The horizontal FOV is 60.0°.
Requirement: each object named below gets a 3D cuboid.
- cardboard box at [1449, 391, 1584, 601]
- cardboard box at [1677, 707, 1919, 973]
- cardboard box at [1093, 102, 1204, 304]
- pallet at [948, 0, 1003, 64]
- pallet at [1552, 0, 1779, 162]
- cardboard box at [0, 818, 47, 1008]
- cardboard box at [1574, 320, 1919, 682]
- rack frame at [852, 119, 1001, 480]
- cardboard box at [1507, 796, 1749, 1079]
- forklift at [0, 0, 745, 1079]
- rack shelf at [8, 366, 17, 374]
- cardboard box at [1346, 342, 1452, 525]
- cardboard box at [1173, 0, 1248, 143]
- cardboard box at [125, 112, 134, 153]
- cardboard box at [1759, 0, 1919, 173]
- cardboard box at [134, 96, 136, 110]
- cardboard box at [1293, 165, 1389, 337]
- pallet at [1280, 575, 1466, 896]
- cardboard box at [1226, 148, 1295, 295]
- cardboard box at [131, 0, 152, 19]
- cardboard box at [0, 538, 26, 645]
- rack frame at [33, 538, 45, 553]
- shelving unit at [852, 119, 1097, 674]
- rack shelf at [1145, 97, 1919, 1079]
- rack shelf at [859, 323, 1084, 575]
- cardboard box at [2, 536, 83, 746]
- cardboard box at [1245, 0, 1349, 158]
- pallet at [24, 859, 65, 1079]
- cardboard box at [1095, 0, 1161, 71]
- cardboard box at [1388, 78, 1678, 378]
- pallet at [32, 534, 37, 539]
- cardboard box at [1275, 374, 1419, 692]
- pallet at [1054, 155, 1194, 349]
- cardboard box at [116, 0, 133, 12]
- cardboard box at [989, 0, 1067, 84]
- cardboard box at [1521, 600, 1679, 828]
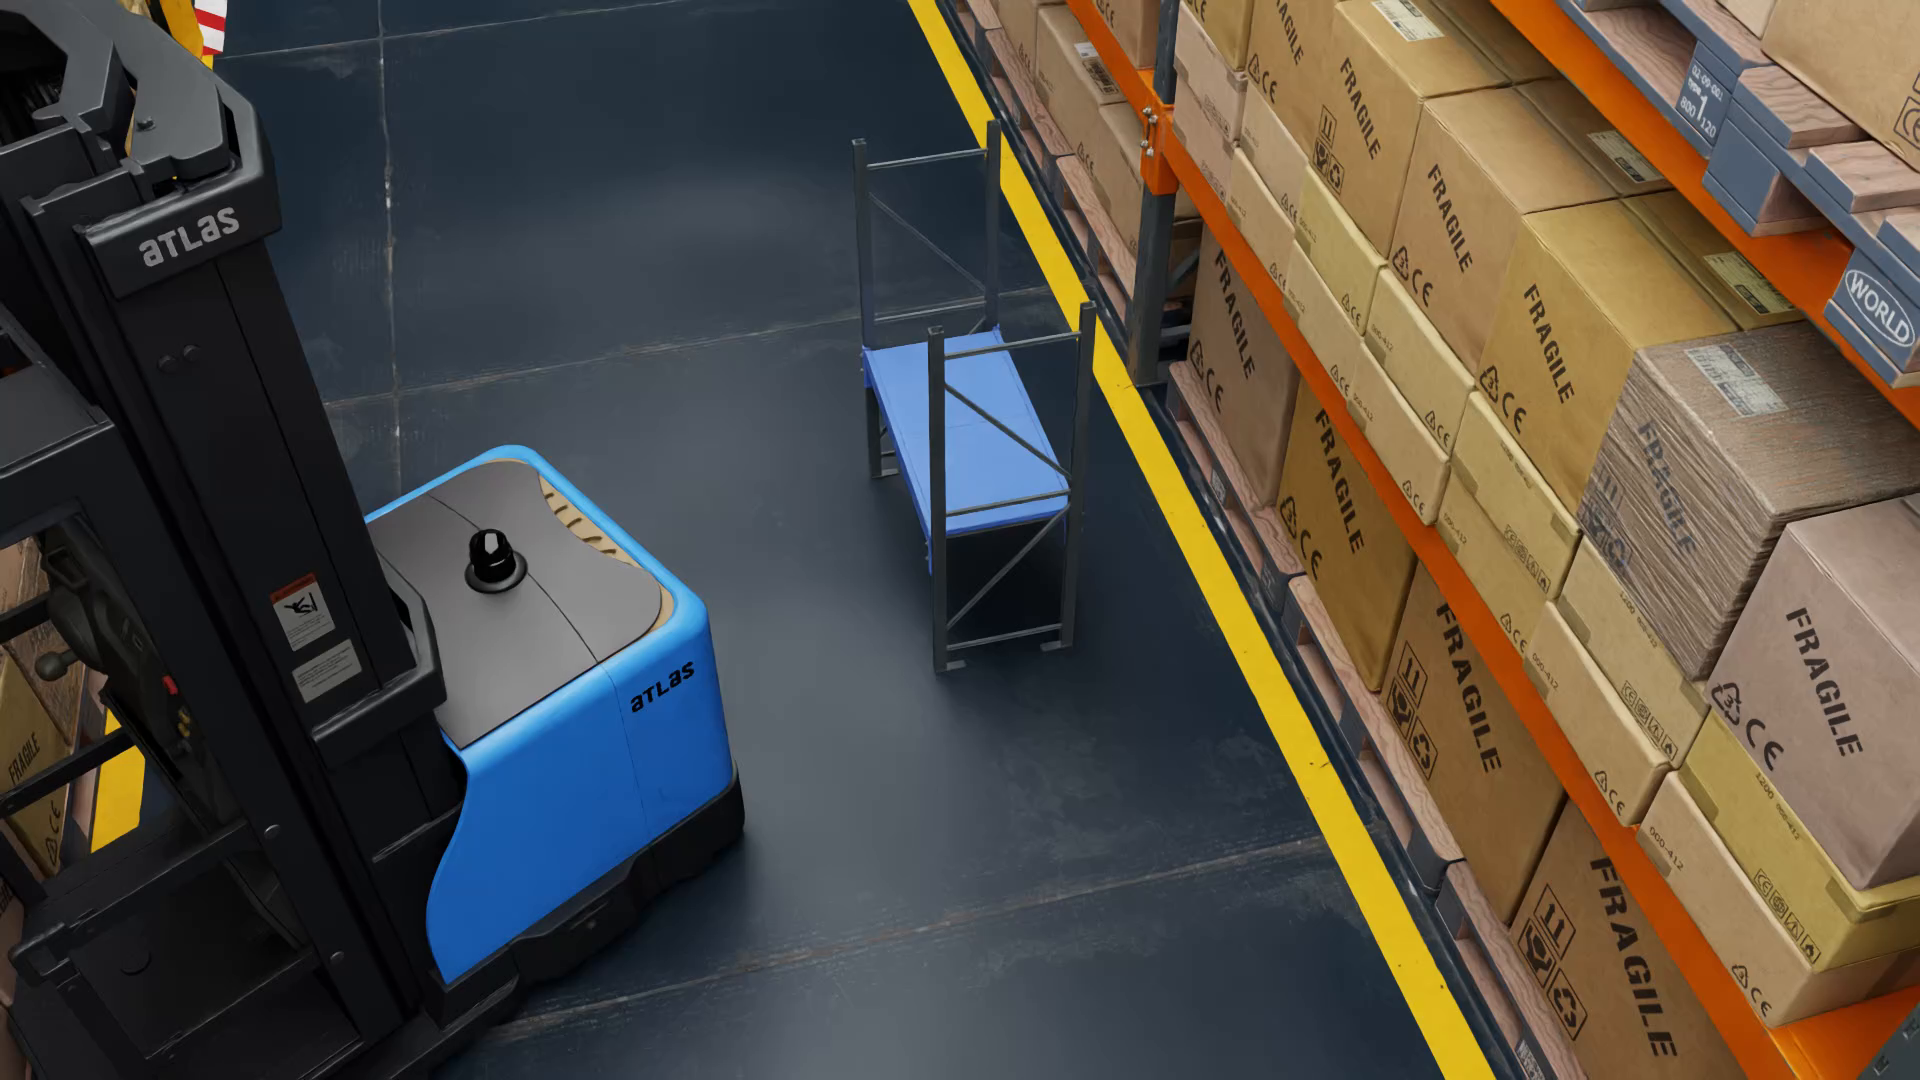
[{"bbox_3d":[1.561,-0.158,4.059,0.500,0.250,0.500,-12,47,-11],"label":"cardboard box"},{"bbox_3d":[1.846,0.545,3.370,0.500,0.250,0.500,-11,47,-10],"label":"cardboard box"},{"bbox_3d":[1.135,-1.509,7.129,0.875,0.438,0.875,-11,47,-11],"label":"cardboard box"},{"bbox_3d":[0.448,-3.054,9.095,1.003,0.211,1.213,-11,47,-10],"label":"pallet"},{"bbox_3d":[1.711,-1.235,3.392,1.003,0.211,1.213,-9,46,-8],"label":"pallet"},{"bbox_3d":[-2.876,1.071,4.556,0.500,0.500,0.500,-12,47,-11],"label":"cardboard box"},{"bbox_3d":[1.691,-0.091,3.469,0.500,0.500,0.500,-10,46,-10],"label":"cardboard box"},{"bbox_3d":[-0.108,-0.817,6.001,0.500,1.500,0.032,-11,47,-10],"label":"rack frame"},{"bbox_3d":[2.119,1.060,4.304,0.875,0.875,0.875,-11,47,-11],"label":"cardboard box"},{"bbox_3d":[-2.103,0.380,3.826,3.031,2.935,1.130,-34,54,-29],"label":"forklift"},{"bbox_3d":[-3.055,0.801,3.868,1.077,0.370,4.000,-11,47,-10],"label":"rack shelf"},{"bbox_3d":[1.418,-0.341,4.589,0.500,0.250,0.500,-11,47,-11],"label":"cardboard box"},{"bbox_3d":[1.032,-1.573,5.446,0.500,0.250,0.500,-12,47,-11],"label":"cardboard box"},{"bbox_3d":[-3.901,-1.820,7.427,0.380,0.149,0.250,-10,46,-10],"label":"cardboard box"},{"bbox_3d":[1.779,-0.925,2.592,0.700,0.500,0.500,-13,47,-12],"label":"cardboard box"},{"bbox_3d":[-4.107,-2.060,7.870,0.380,0.149,0.250,-11,47,-11],"label":"cardboard box"},{"bbox_3d":[1.296,-0.865,4.753,0.500,0.250,0.500,-10,46,-10],"label":"cardboard box"},{"bbox_3d":[1.778,0.533,5.580,1.003,0.211,1.213,-11,47,-10],"label":"pallet"},{"bbox_3d":[1.183,-1.044,5.278,0.500,0.250,0.500,-12,47,-11],"label":"cardboard box"},{"bbox_3d":[-4.180,-2.534,8.127,0.380,0.149,0.250,-12,47,-11],"label":"cardboard box"},{"bbox_3d":[-3.132,0.102,4.981,0.500,0.250,0.500,-12,47,-11],"label":"cardboard box"},{"bbox_3d":[-3.567,-0.831,4.964,1.000,3.000,0.127,-11,47,-10],"label":"rack frame"},{"bbox_3d":[0.022,-0.466,5.657,0.538,1.500,1.048,-11,47,-10],"label":"shelving unit"},{"bbox_3d":[1.704,-0.173,4.823,1.077,0.370,4.000,-11,47,-10],"label":"rack shelf"},{"bbox_3d":[0.022,-0.340,5.785,0.538,0.185,1.000,-11,47,-10],"label":"rack shelf"},{"bbox_3d":[-3.134,0.362,5.252,0.500,0.500,0.500,-12,47,-11],"label":"cardboard box"},{"bbox_3d":[1.184,-1.488,4.838,0.500,0.500,0.500,-11,47,-11],"label":"cardboard box"},{"bbox_3d":[-3.051,1.526,4.607,1.003,0.211,1.213,-11,47,-10],"label":"pallet"},{"bbox_3d":[0.826,-2.114,6.152,0.500,0.500,0.500,-10,46,-10],"label":"cardboard box"},{"bbox_3d":[1.448,-0.786,4.150,0.500,0.500,0.500,-11,47,-11],"label":"cardboard box"},{"bbox_3d":[-3.773,-0.312,6.408,1.003,0.211,1.213,-11,47,-10],"label":"pallet"},{"bbox_3d":[1.667,-0.174,5.514,0.875,0.875,0.875,-9,46,-9],"label":"cardboard box"},{"bbox_3d":[1.073,-1.369,7.444,1.003,0.211,1.213,-11,47,-10],"label":"pallet"},{"bbox_3d":[-4.211,-2.631,8.014,0.380,0.149,0.250,-10,46,-10],"label":"cardboard box"},{"bbox_3d":[0.676,-2.750,8.345,0.875,0.438,0.875,-10,46,-9],"label":"cardboard box"},{"bbox_3d":[1.689,0.357,3.905,0.500,0.250,0.500,-10,46,-10],"label":"cardboard box"}]
